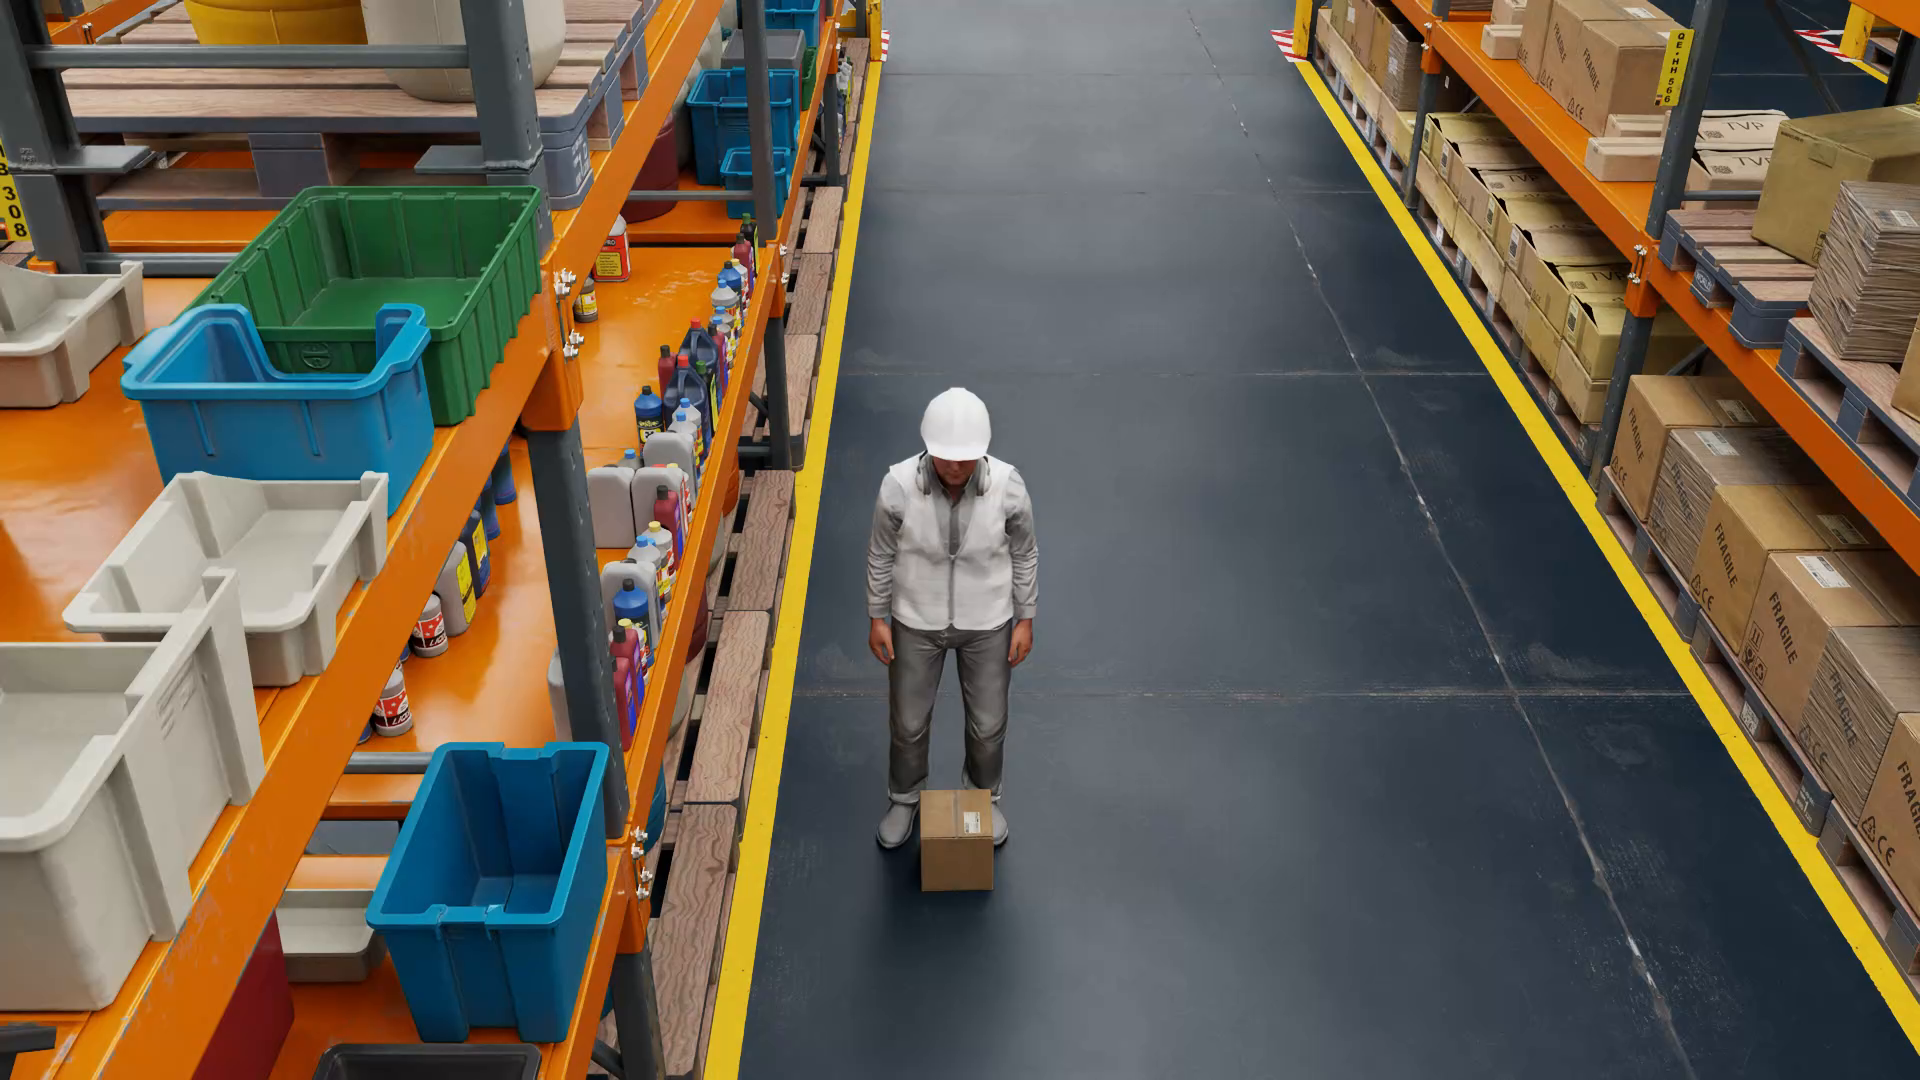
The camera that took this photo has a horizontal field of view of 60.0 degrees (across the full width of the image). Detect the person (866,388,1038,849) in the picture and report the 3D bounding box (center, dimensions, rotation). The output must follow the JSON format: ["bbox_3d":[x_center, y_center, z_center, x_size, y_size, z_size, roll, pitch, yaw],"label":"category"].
[{"bbox_3d":[-0.028,0.269,5.666,0.581,1.772,0.460,0,31,0],"label":"person"}]
